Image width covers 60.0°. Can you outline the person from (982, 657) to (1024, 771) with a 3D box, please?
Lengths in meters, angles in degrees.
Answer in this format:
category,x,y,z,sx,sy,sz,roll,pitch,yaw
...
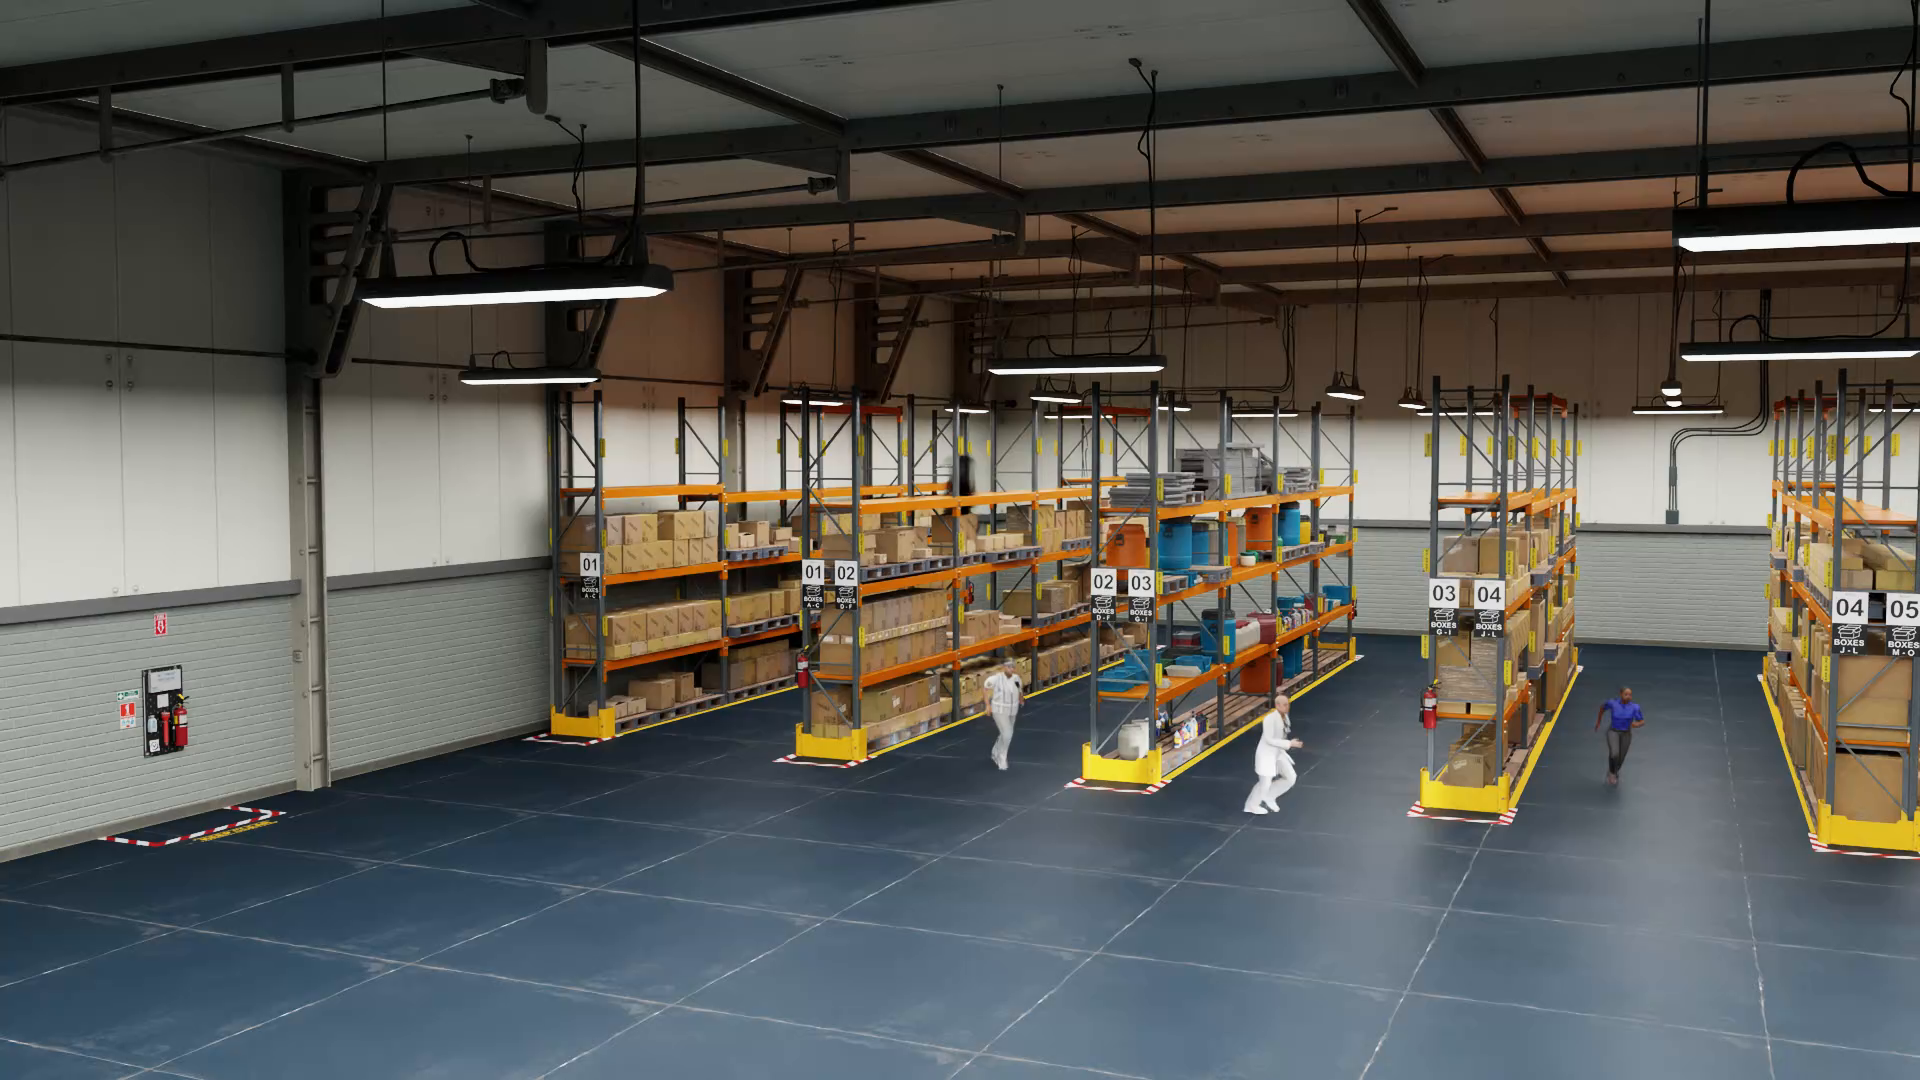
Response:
category,x,y,z,sx,sy,sz,roll,pitch,yaw
person,0.702,2.714,25.984,0.597,1.796,0.846,-2,4,-33

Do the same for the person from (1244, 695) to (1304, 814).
category,x,y,z,sx,sy,sz,roll,pitch,yaw
person,4.268,2.921,22.508,0.920,1.651,0.708,3,4,44

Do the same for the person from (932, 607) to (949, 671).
category,x,y,z,sx,sy,sz,roll,pitch,yaw
person,-0.395,2.214,34.633,0.675,1.738,0.592,1,3,22

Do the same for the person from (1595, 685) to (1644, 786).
category,x,y,z,sx,sy,sz,roll,pitch,yaw
person,9.707,2.869,24.459,0.567,1.522,0.963,0,3,5
